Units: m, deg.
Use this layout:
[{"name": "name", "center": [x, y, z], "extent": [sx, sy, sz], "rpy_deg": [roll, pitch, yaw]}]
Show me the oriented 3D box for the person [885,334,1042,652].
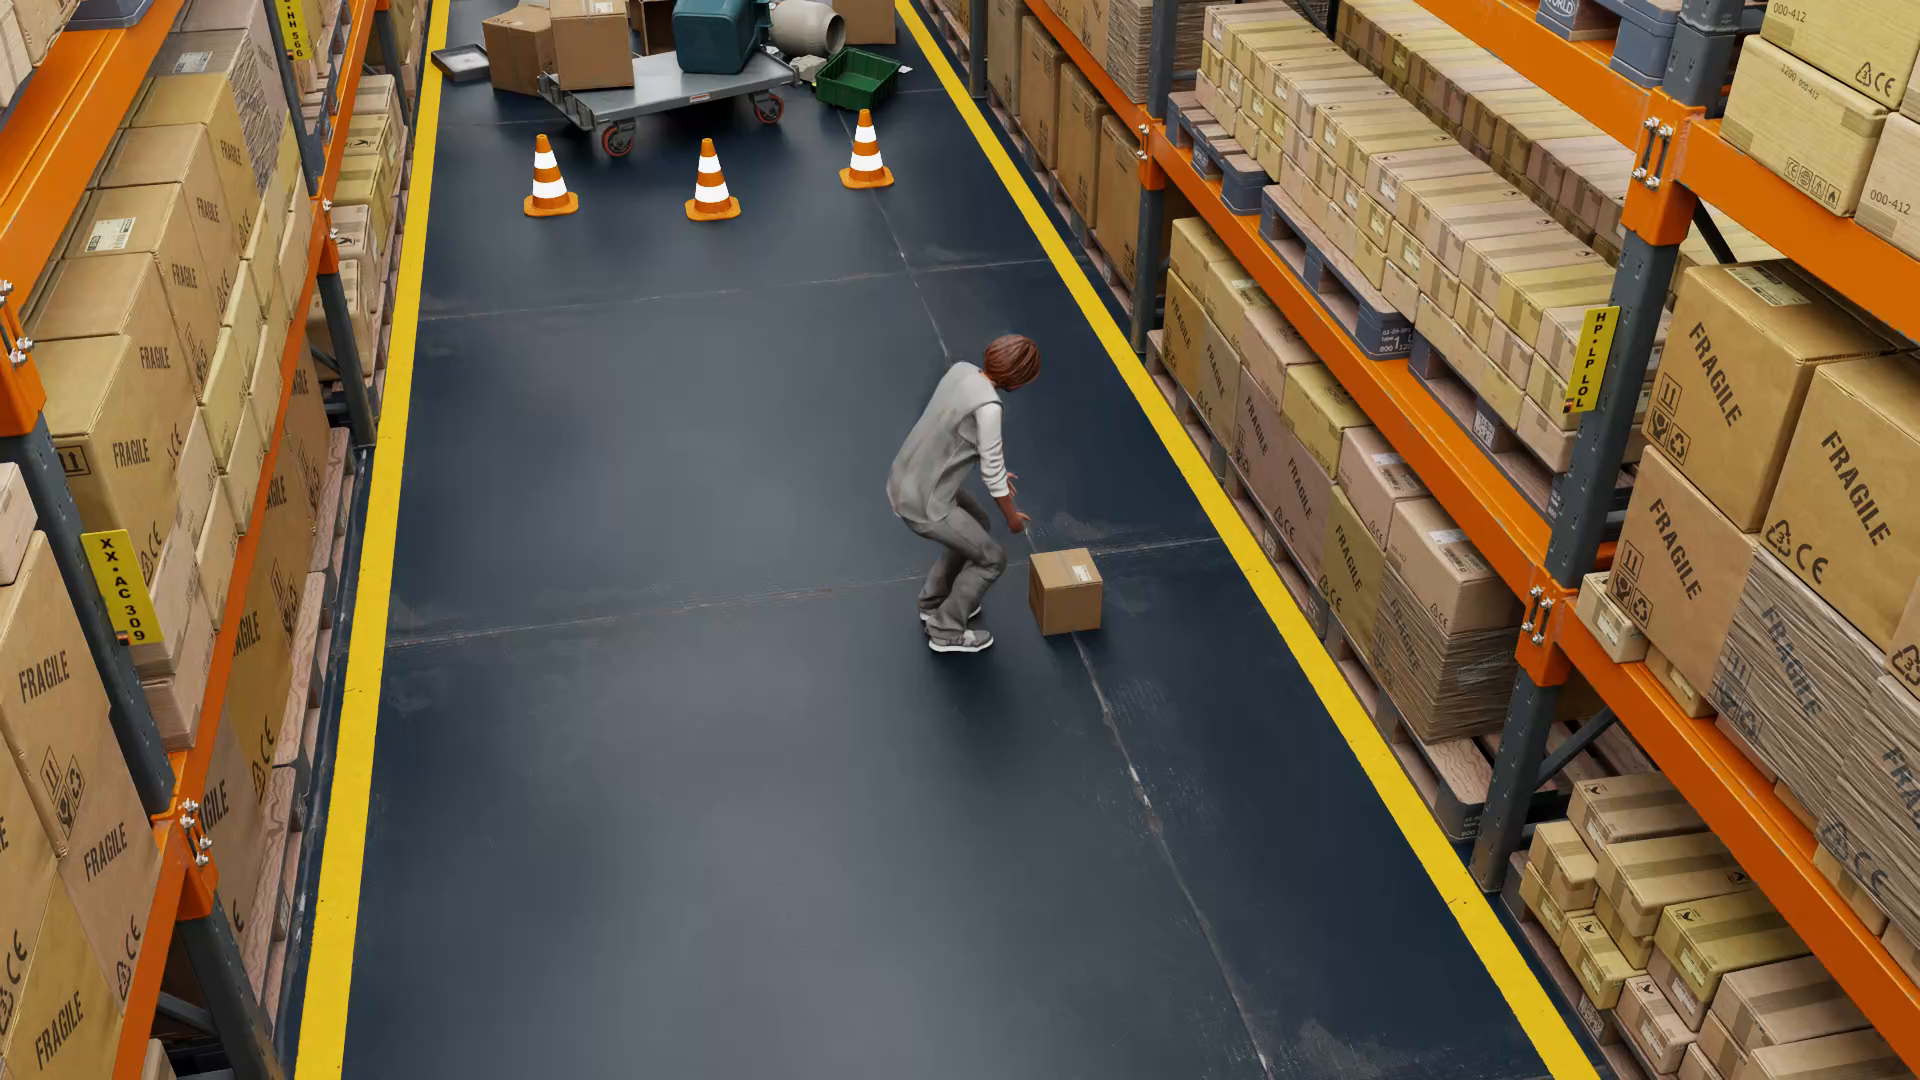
[{"name": "person", "center": [0.009, -0.193, 6.653], "extent": [0.621, 1.351, 0.461], "rpy_deg": [-7, 35, -10]}]
